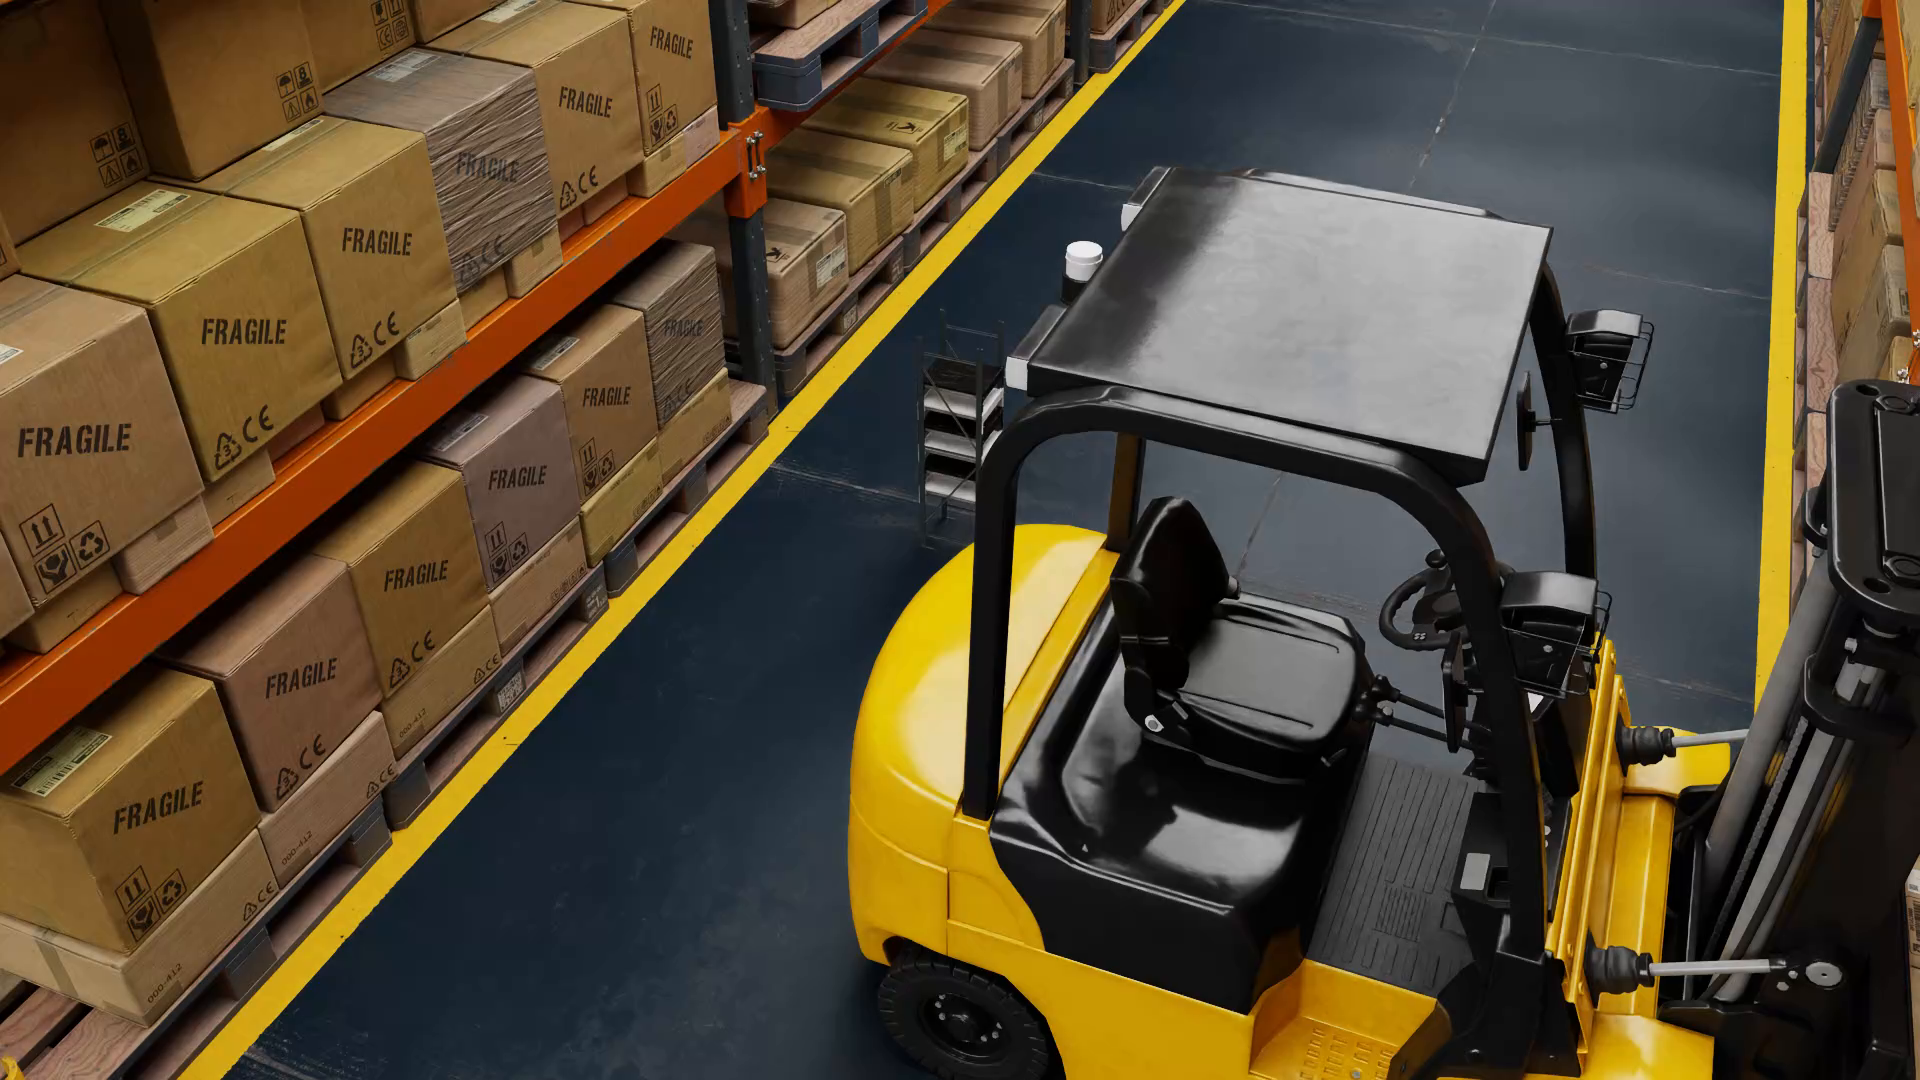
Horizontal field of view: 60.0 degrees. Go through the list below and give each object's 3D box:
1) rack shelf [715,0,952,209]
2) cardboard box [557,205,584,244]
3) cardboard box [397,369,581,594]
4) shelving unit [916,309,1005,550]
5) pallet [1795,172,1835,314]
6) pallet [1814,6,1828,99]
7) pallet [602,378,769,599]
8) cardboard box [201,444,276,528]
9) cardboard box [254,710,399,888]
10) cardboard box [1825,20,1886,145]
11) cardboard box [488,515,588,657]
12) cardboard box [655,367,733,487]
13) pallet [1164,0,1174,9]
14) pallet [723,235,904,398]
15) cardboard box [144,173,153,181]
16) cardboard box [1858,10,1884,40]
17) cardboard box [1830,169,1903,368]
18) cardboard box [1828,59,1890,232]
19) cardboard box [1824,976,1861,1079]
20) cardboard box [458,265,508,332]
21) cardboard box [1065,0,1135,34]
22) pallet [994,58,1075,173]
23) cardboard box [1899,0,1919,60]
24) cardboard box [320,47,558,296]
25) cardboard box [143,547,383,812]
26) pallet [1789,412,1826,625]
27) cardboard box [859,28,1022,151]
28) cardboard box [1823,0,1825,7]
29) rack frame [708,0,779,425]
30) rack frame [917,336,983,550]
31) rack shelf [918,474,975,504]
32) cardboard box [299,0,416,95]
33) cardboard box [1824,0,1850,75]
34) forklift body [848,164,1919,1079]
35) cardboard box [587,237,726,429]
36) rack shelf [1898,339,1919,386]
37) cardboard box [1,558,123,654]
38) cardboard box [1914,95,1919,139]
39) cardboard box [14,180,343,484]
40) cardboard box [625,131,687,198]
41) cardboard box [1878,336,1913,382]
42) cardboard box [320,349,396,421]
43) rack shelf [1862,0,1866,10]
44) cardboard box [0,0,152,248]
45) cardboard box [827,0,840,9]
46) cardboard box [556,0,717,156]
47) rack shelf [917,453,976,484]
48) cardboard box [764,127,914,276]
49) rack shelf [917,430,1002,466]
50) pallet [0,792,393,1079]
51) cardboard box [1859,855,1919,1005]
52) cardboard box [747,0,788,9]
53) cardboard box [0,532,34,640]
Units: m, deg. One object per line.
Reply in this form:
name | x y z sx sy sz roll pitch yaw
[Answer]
rack shelf | -0.482 -2.630 7.864 1.077 0.370 4.000 14 39 18
cardboard box | -1.451 -1.062 5.375 0.380 0.149 0.250 13 39 17
cardboard box | -1.605 -0.225 5.365 0.500 0.500 0.500 16 40 20
shelving unit | 0.003 -0.365 5.987 0.258 0.900 0.210 14 39 18
pallet | 4.521 -1.333 7.857 1.003 0.211 1.213 14 39 18
pallet | 5.655 -2.858 9.897 1.003 0.211 1.213 14 39 18
pallet | -1.466 -0.314 6.494 1.003 0.211 1.213 14 39 18
cardboard box | -1.979 -0.189 4.207 0.380 0.149 0.250 15 39 19
cardboard box | -2.001 0.672 4.791 0.500 0.250 0.500 15 39 19
cardboard box | 4.833 -2.347 8.622 0.500 0.500 0.500 15 39 19
cardboard box | -1.611 0.088 5.572 0.500 0.250 0.500 14 39 18
cardboard box | -1.219 -0.489 6.345 0.500 0.250 0.500 16 40 20
pallet | 1.114 -4.001 11.427 1.003 0.211 1.213 14 39 18
pallet | -0.948 -1.125 7.579 1.003 0.211 1.213 14 39 18
cardboard box | -2.215 -0.947 4.680 0.500 0.500 0.500 14 39 18
cardboard box | 4.824 -2.655 8.492 0.380 0.149 0.250 12 38 16
cardboard box | 4.123 -1.035 6.762 0.875 0.625 0.625 12 38 16
cardboard box | 4.621 -1.772 7.748 0.875 0.625 0.625 15 39 19
cardboard box | 2.294 1.083 3.824 0.500 0.250 0.500 14 39 18
cardboard box | -1.592 -0.765 4.977 0.380 0.149 0.250 13 39 17
cardboard box | 0.619 -3.706 10.127 0.875 0.875 0.875 14 39 17
pallet | -0.020 -2.476 9.387 1.003 0.211 1.213 14 39 18
cardboard box | 4.090 -2.083 6.656 0.500 0.250 0.500 13 39 16
cardboard box | -1.565 -1.093 4.874 0.500 0.500 0.500 15 39 19
cardboard box | -1.999 0.349 4.597 0.500 0.500 0.500 12 39 16
pallet | 3.593 0.018 6.050 1.003 0.211 1.213 14 39 18
cardboard box | -0.219 -2.420 8.827 0.950 0.372 0.625 13 39 17
cardboard box | 5.613 -3.490 10.150 0.500 0.500 0.500 13 39 16
rack frame | -1.243 -1.811 6.167 1.000 3.000 0.127 14 39 18
rack frame | -0.036 -0.309 5.911 0.240 0.900 0.006 14 39 18
rack shelf | 0.003 -0.194 6.114 0.258 0.077 0.200 14 39 18
cardboard box | -2.042 -1.627 4.754 0.700 0.500 0.500 13 39 17
cardboard box | 5.230 -2.912 9.378 0.500 0.500 0.500 16 39 20
forklift body | 0.861 0.407 3.909 2.313 2.155 1.214 14 39 18
cardboard box | -1.220 -0.789 6.120 0.500 0.500 0.500 13 39 17
rack shelf | 2.588 0.713 3.391 1.077 0.370 4.000 14 39 18
cardboard box | -2.185 0.092 3.831 0.380 0.149 0.250 13 39 16
cardboard box | 3.702 -1.508 5.888 0.500 0.250 0.500 14 39 18
cardboard box | -1.941 -0.524 4.114 0.500 0.500 0.500 13 39 17
cardboard box | -1.172 -1.323 5.725 0.380 0.149 0.250 15 39 19
cardboard box | 3.537 -0.191 5.632 0.875 0.625 0.625 16 40 20
cardboard box | -1.806 -0.488 4.607 0.380 0.149 0.250 13 39 17
rack shelf | 5.632 -3.716 9.317 1.077 0.370 4.000 14 39 18
cardboard box | -2.474 -1.073 4.013 0.700 0.500 0.500 13 39 17
cardboard box | -0.637 -2.249 6.612 0.380 0.149 0.250 15 39 19
cardboard box | -1.182 -1.667 5.643 0.500 0.500 0.500 13 39 17
rack shelf | 0.003 -0.266 6.060 0.258 0.077 0.200 14 39 18
cardboard box | -0.775 -1.616 7.751 0.950 0.372 0.625 16 40 21
rack shelf | 0.003 -0.338 6.007 0.258 0.077 0.200 14 39 18
pallet | -2.394 1.037 4.686 1.003 0.211 1.213 14 39 18
cardboard box | 2.285 0.895 3.658 0.500 0.250 0.500 13 39 17
cardboard box | -0.799 -2.332 6.182 0.500 0.500 0.500 15 39 19
cardboard box | -2.328 0.046 3.352 0.500 0.500 0.500 13 39 17
